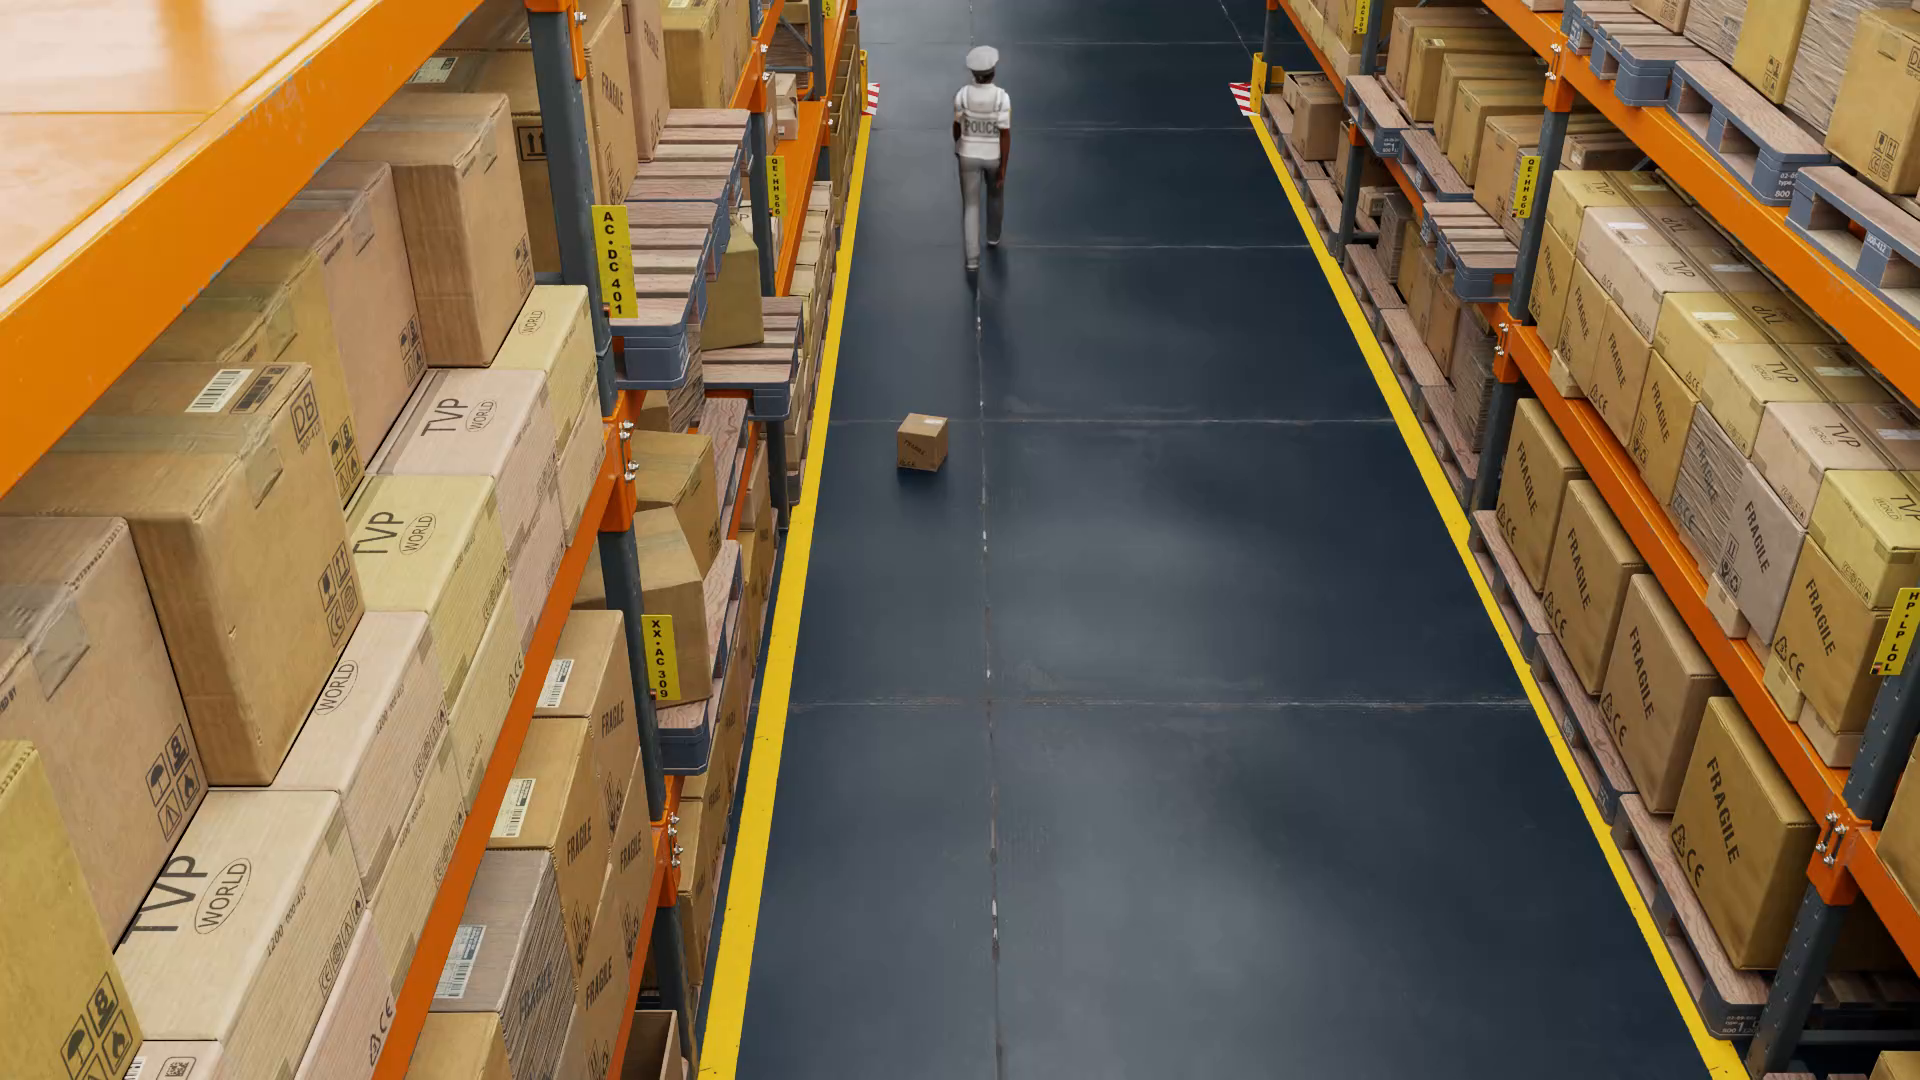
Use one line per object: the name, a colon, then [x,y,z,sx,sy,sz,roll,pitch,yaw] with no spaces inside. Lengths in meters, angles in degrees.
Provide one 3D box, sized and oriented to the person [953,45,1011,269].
person: [0.164,-2.940,12.654,0.438,1.641,0.996,0,32,0]
